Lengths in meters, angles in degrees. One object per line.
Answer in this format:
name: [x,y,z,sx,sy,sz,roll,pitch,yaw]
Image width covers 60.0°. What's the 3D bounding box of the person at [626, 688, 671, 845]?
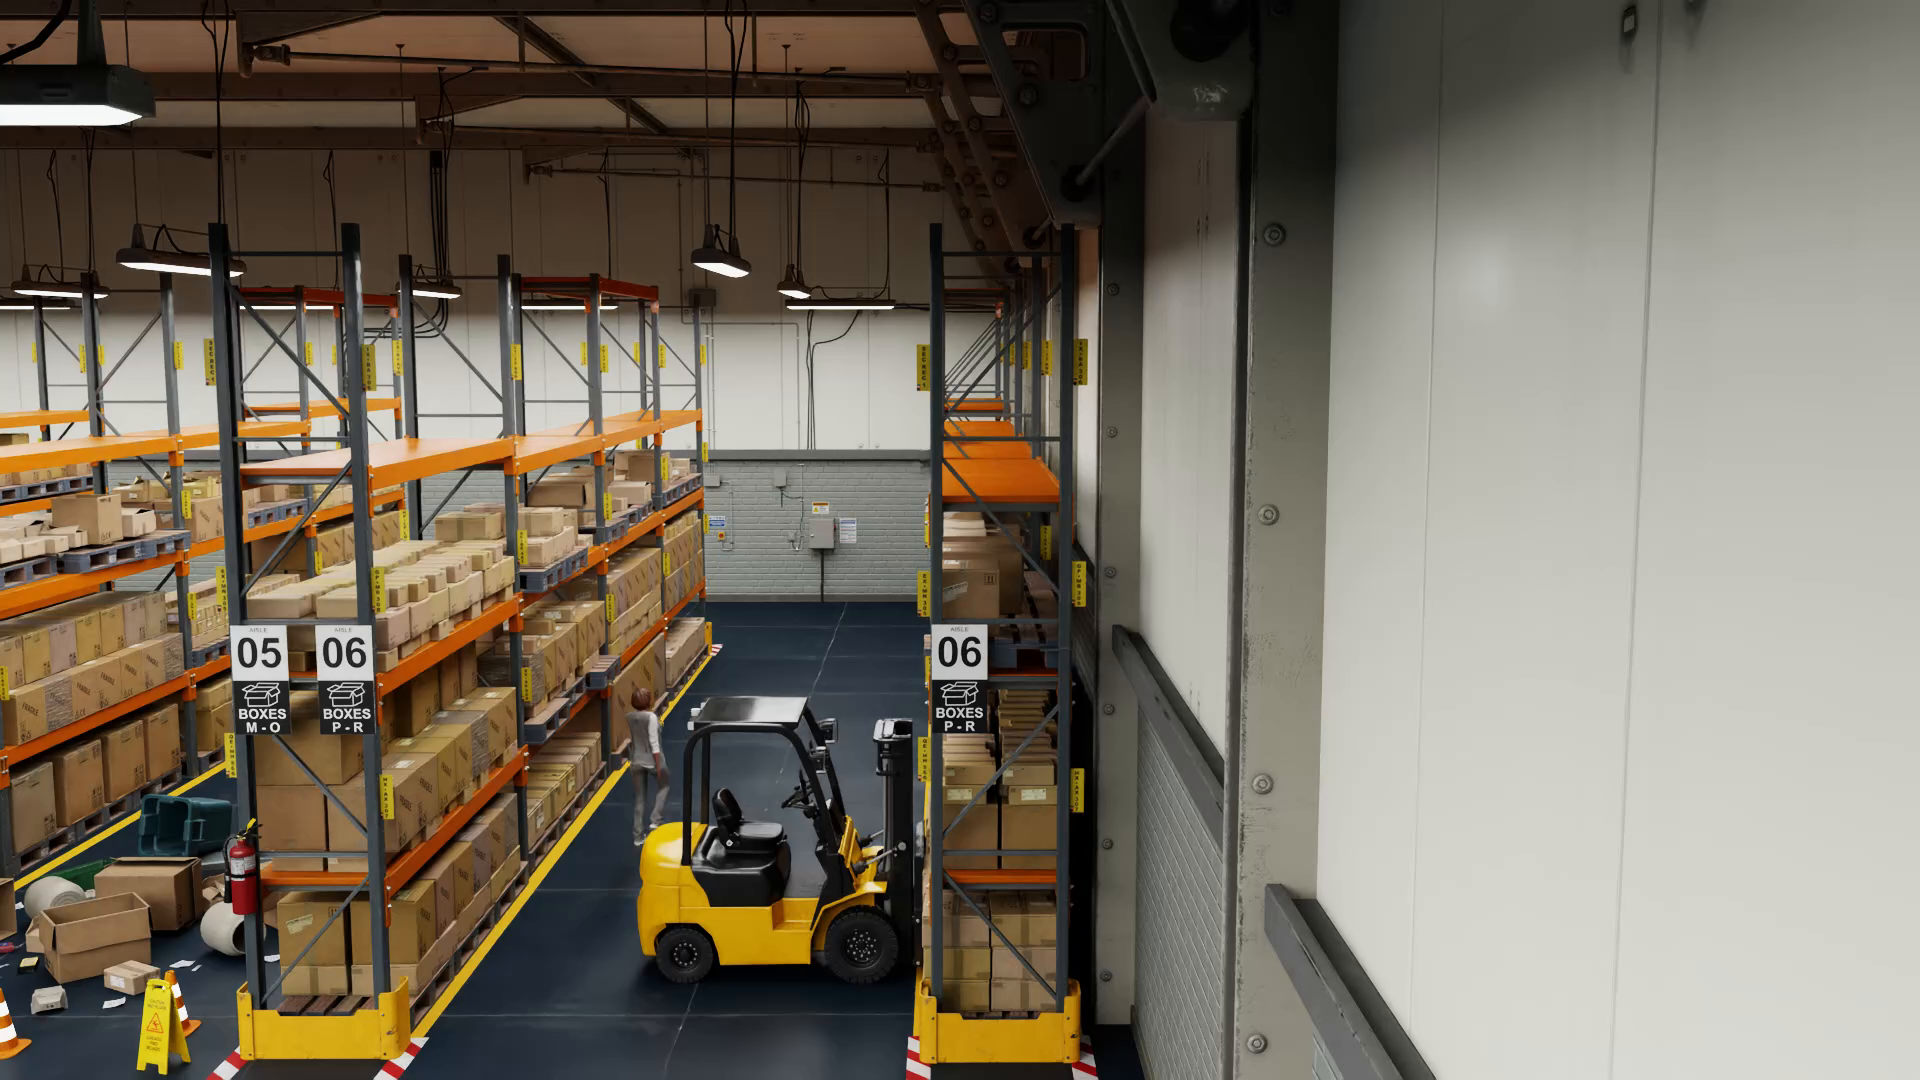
person: [-3.173,2.282,16.881,0.402,1.589,0.640,0,7,4]
